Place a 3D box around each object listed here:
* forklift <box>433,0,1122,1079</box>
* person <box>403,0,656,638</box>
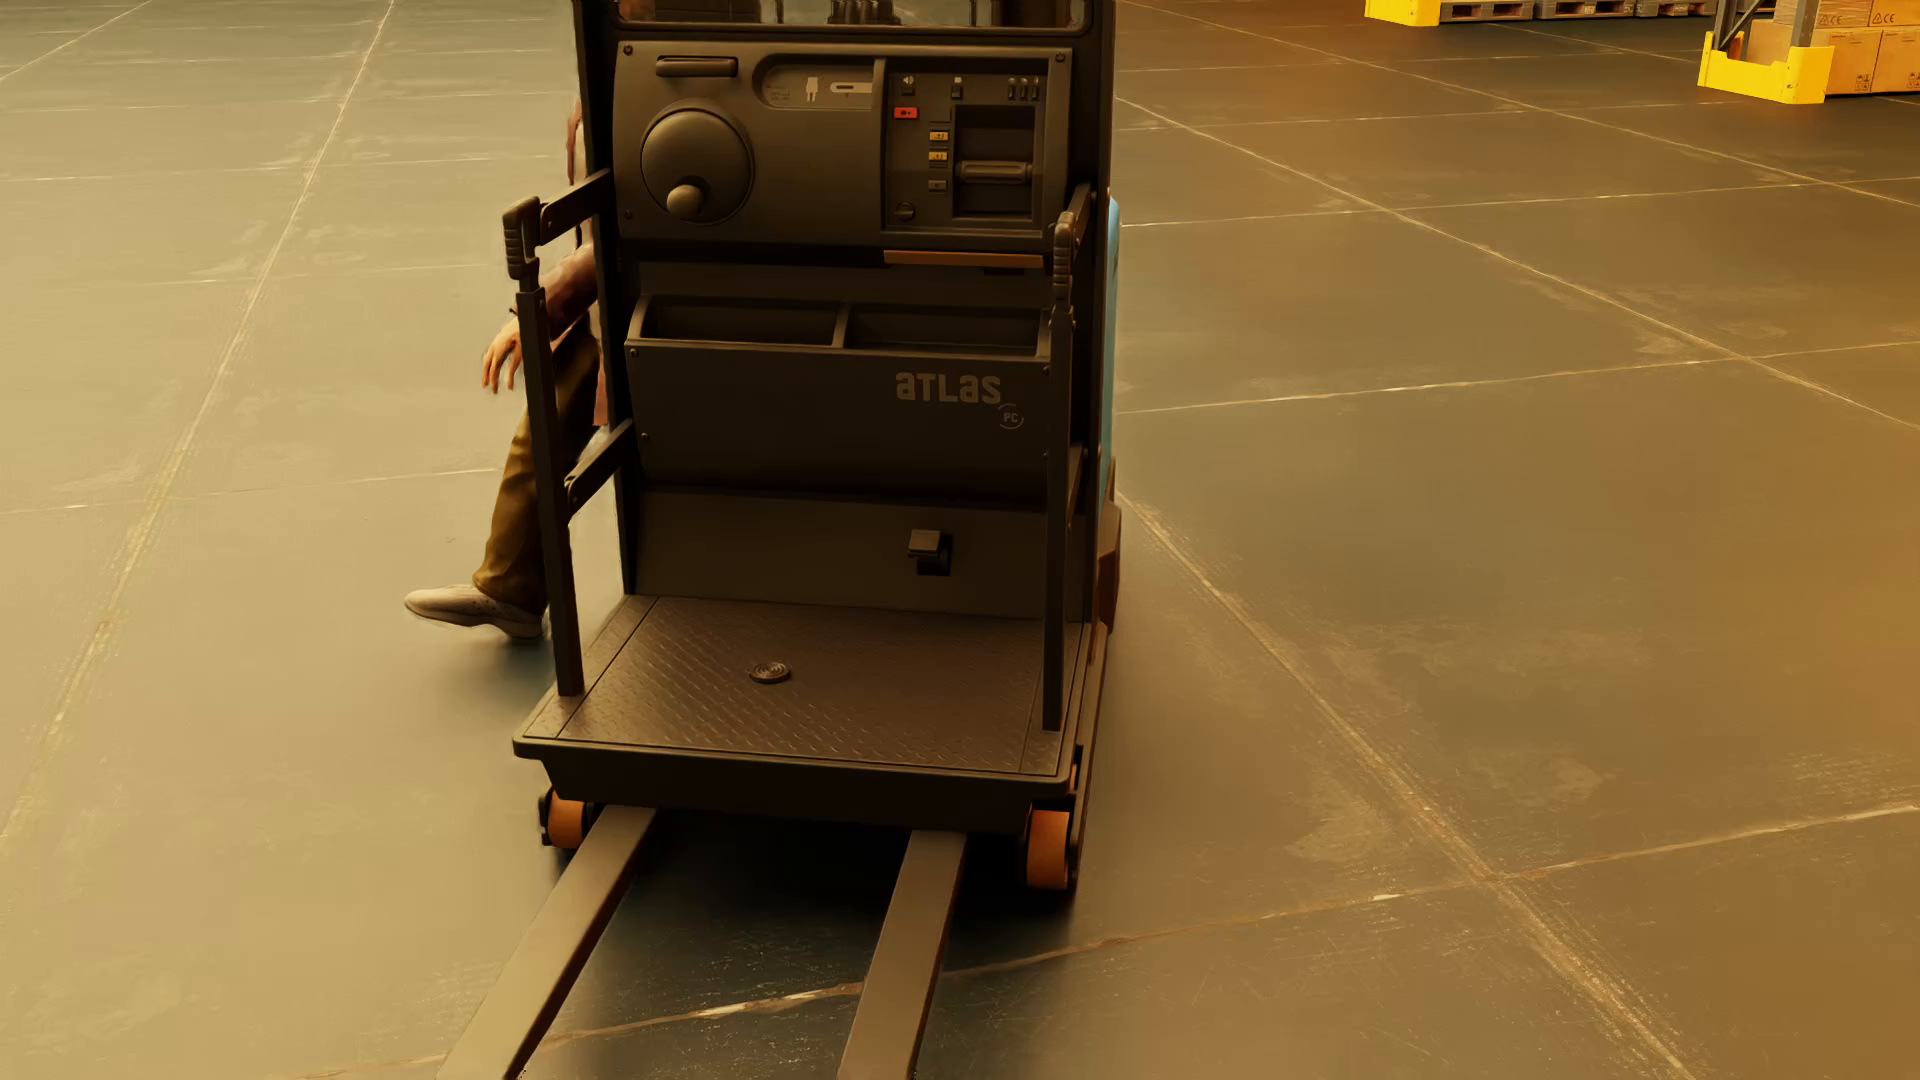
[{"bbox_3d":[-0.270,-0.784,3.152,1.130,2.935,3.031,3,23,8],"label":"forklift"},{"bbox_3d":[-0.904,-0.521,4.110,0.991,1.703,0.799,-16,28,-32],"label":"person"}]
